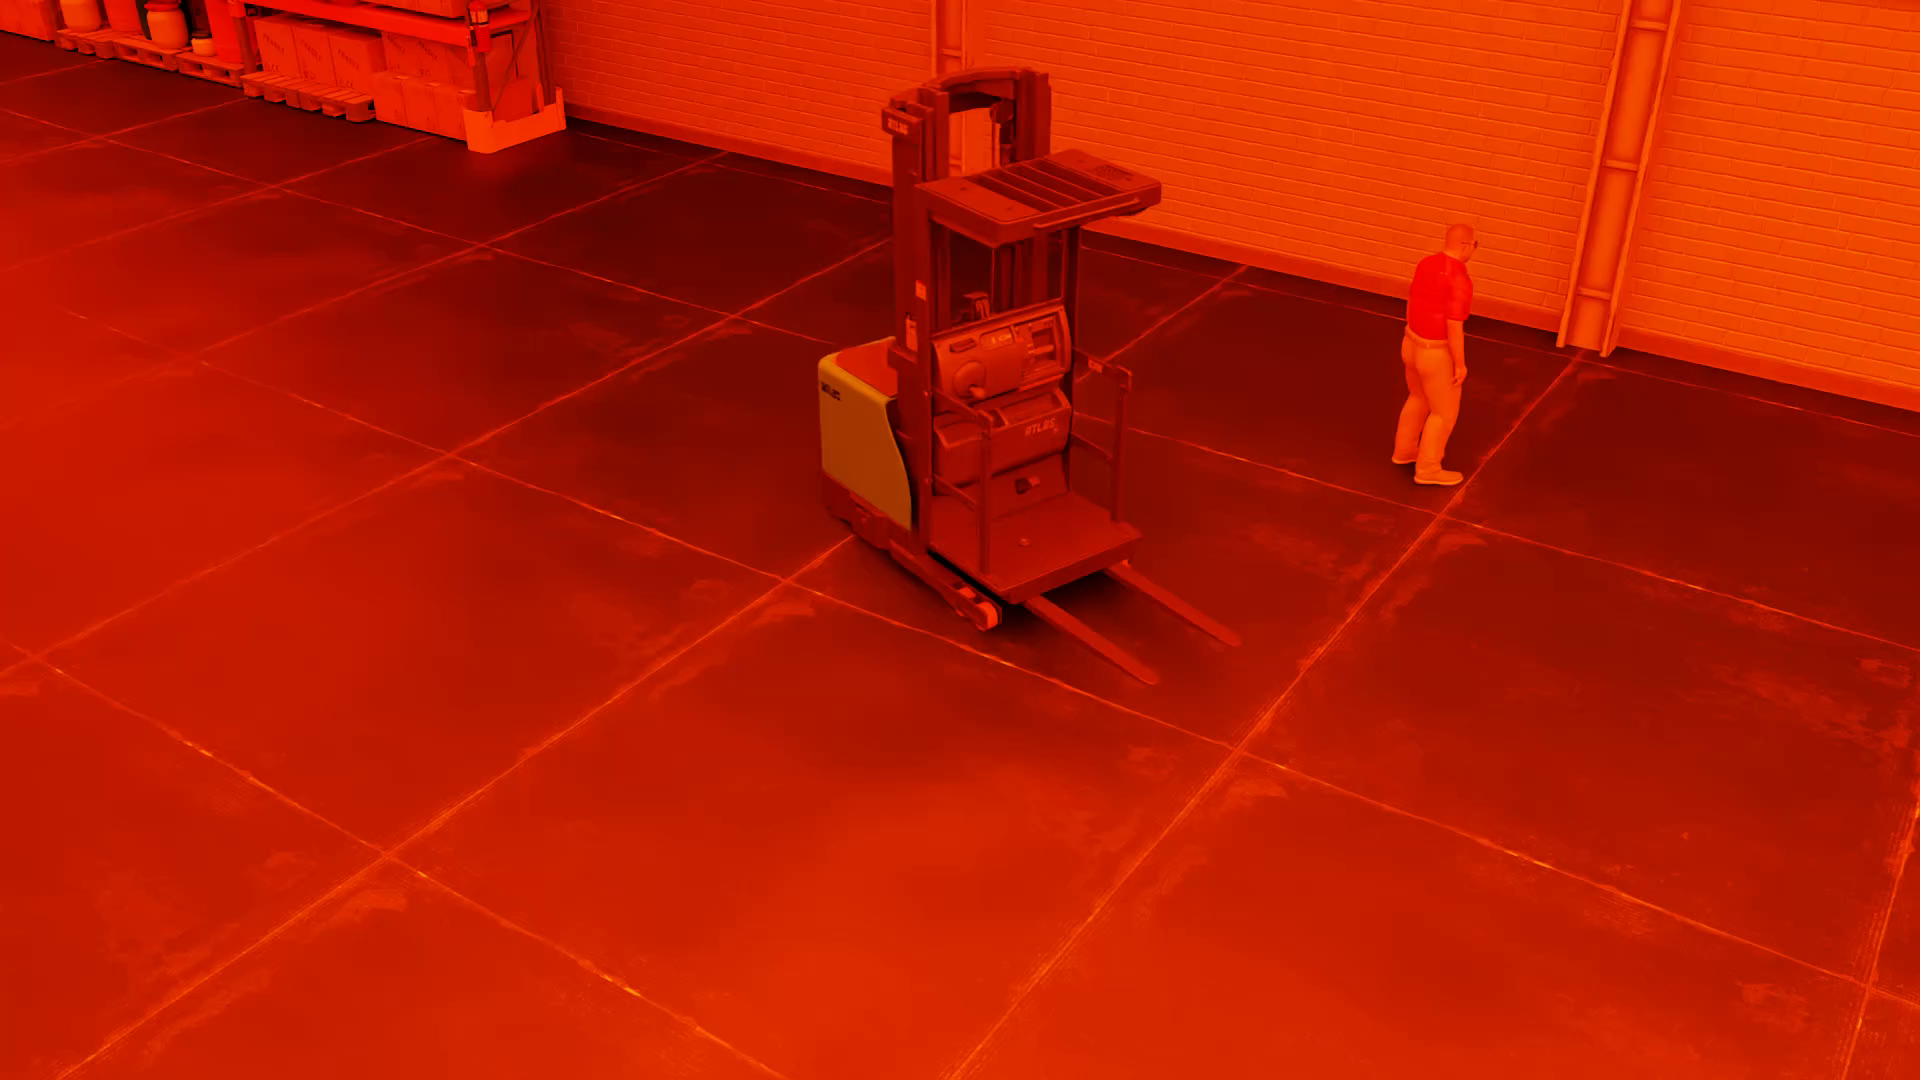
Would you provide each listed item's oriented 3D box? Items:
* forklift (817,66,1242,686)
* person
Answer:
[{"bbox_3d":[0.377,-1.023,9.343,1.130,2.935,3.031,-20,36,-31],"label":"forklift"},{"bbox_3d":[3.124,-1.228,10.897,0.396,1.726,0.585,-9,31,-15],"label":"person"}]
